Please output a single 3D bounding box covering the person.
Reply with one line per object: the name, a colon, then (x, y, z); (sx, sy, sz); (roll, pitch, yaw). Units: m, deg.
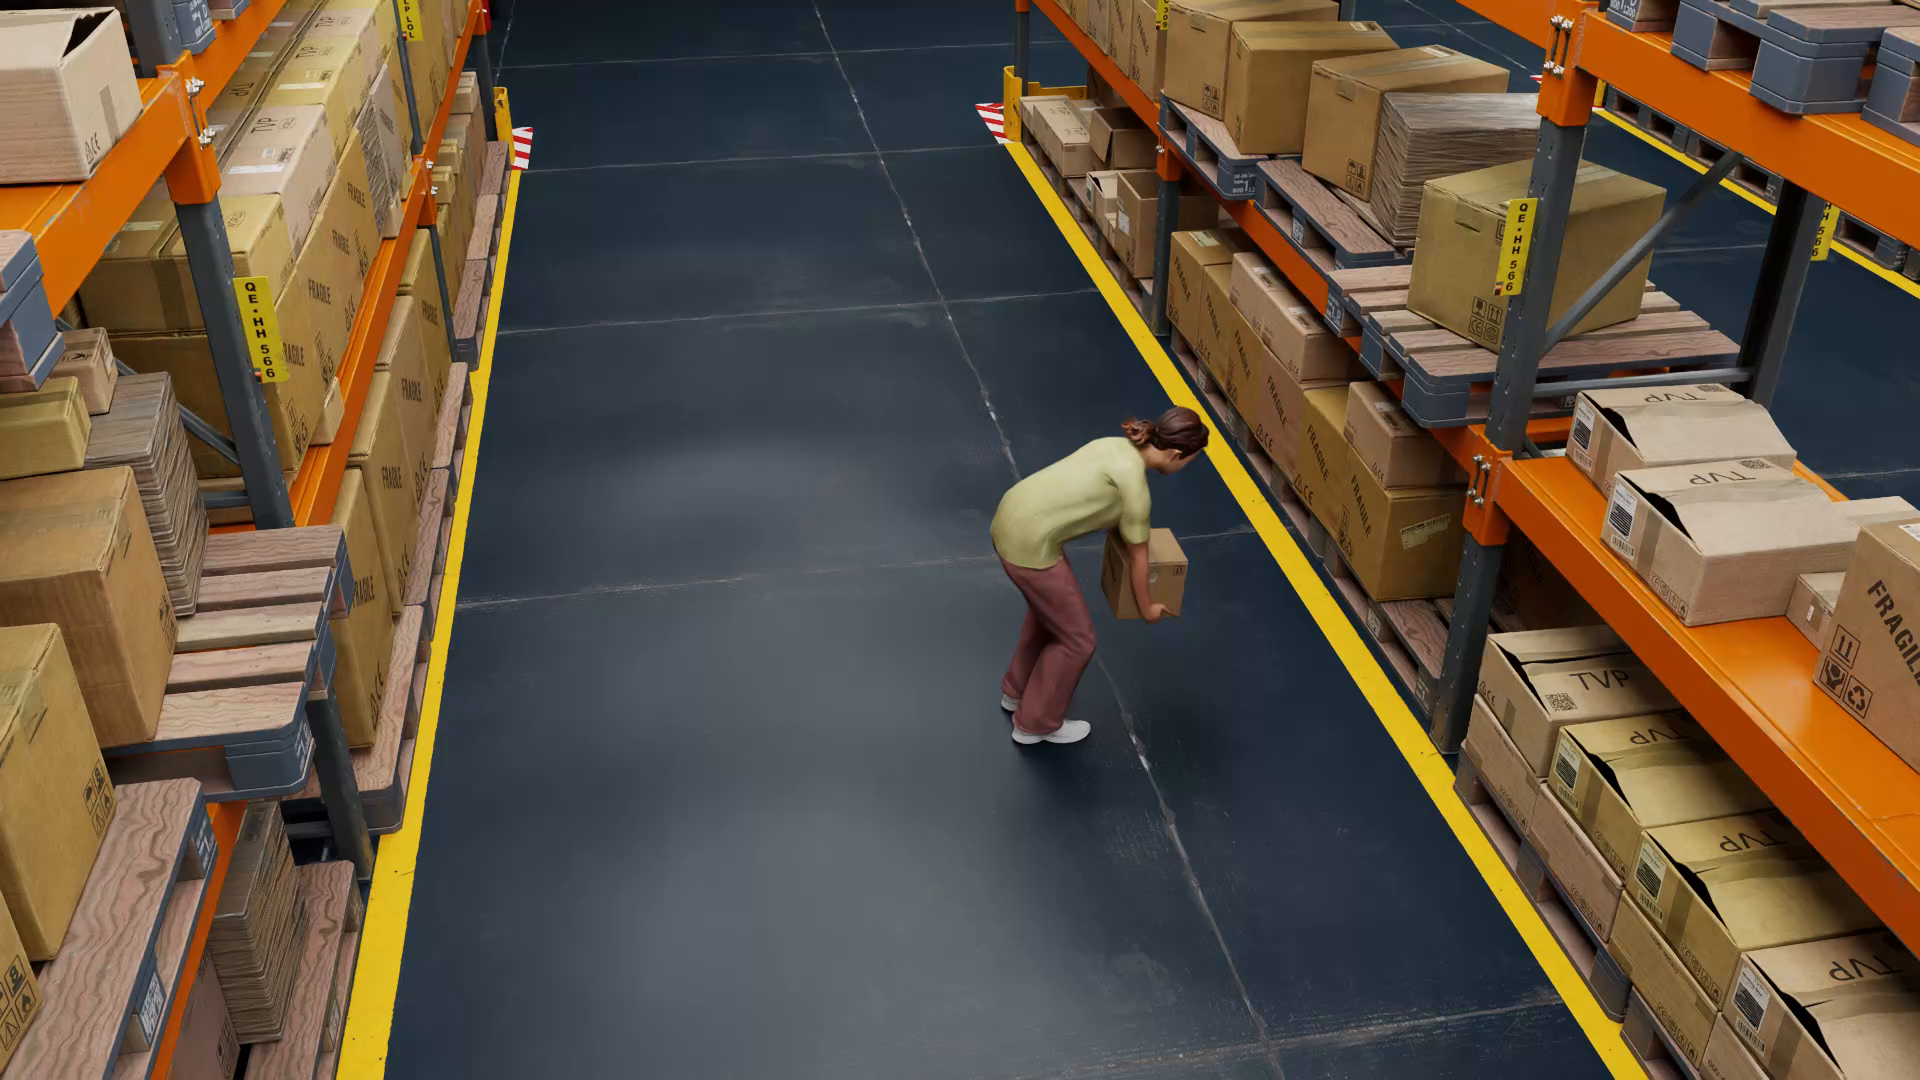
person: (0.517, 0.181, 6.307); (0.806, 1.191, 0.425); (-6, 31, -10)
